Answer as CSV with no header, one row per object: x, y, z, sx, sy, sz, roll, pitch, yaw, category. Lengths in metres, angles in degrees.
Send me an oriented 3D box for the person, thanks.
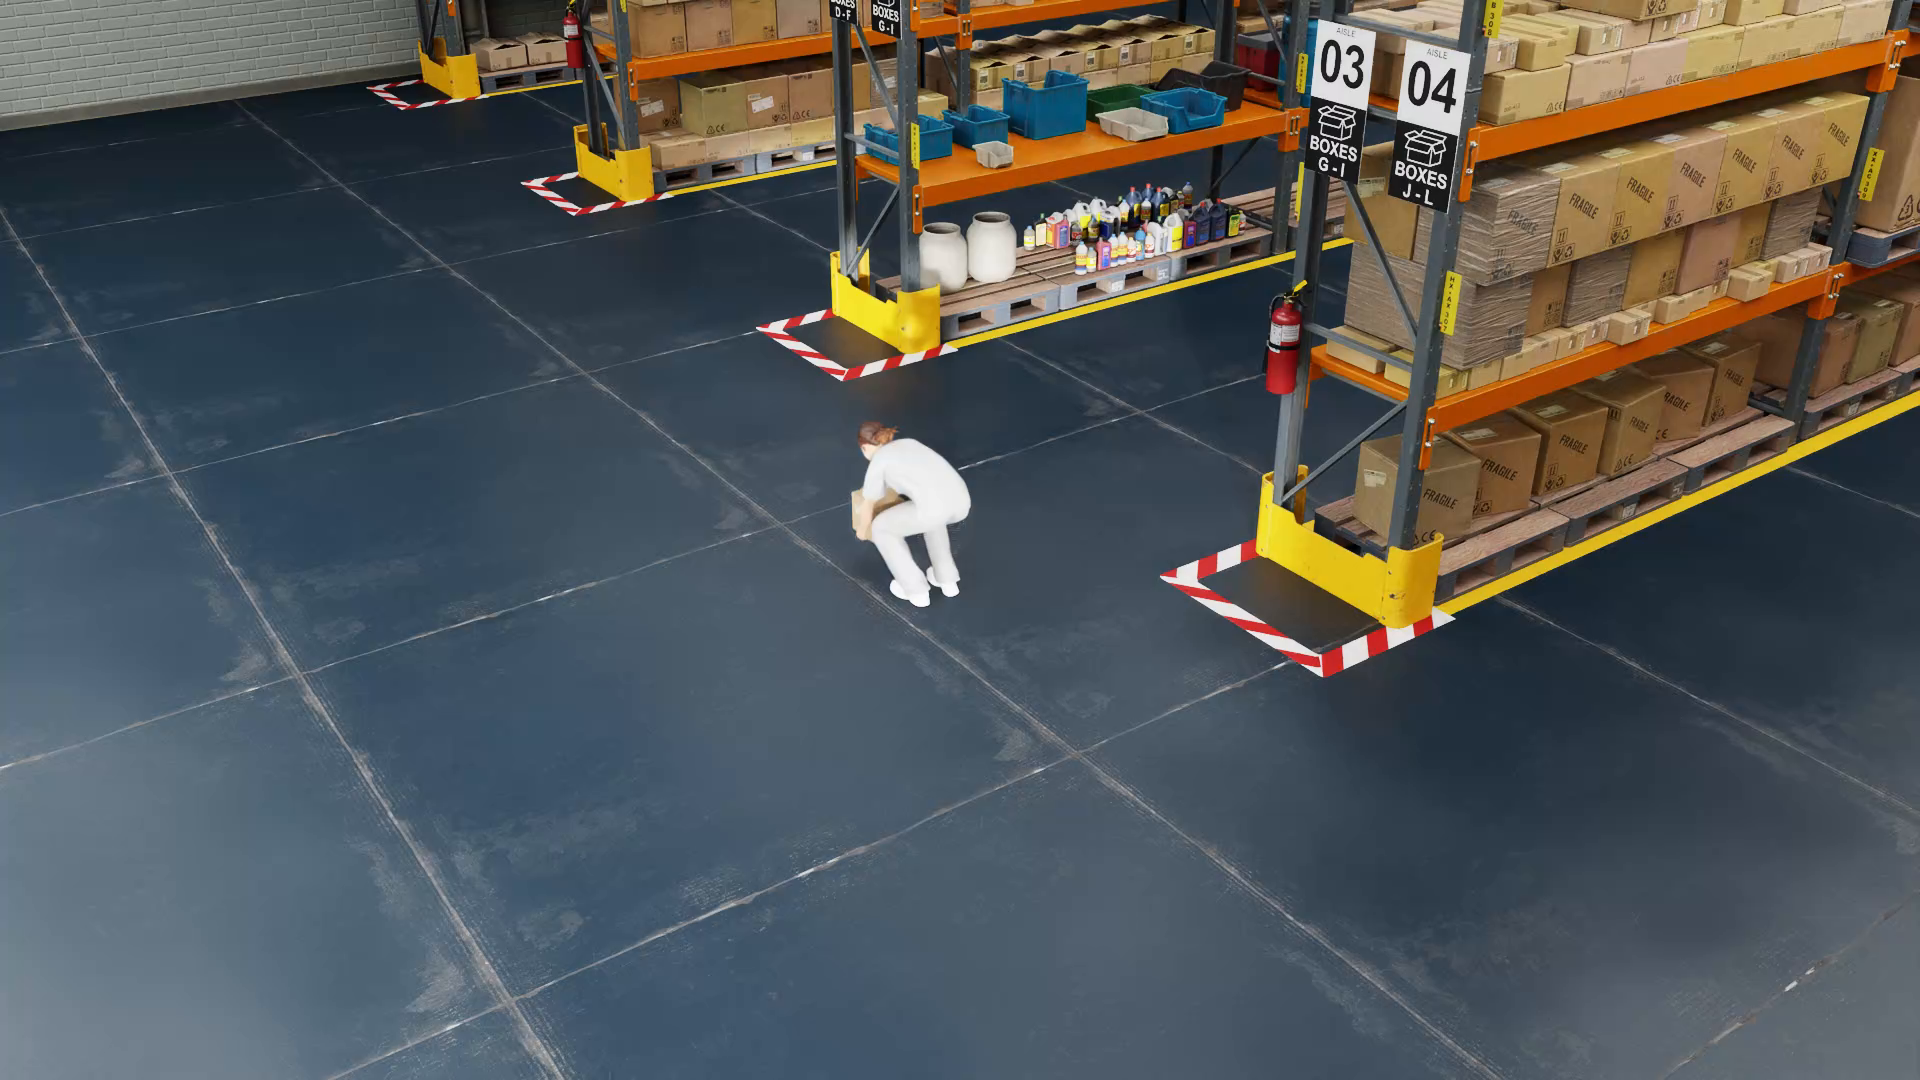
-0.295,-0.163,9.690,0.476,0.941,0.857,-20,35,-33,person
